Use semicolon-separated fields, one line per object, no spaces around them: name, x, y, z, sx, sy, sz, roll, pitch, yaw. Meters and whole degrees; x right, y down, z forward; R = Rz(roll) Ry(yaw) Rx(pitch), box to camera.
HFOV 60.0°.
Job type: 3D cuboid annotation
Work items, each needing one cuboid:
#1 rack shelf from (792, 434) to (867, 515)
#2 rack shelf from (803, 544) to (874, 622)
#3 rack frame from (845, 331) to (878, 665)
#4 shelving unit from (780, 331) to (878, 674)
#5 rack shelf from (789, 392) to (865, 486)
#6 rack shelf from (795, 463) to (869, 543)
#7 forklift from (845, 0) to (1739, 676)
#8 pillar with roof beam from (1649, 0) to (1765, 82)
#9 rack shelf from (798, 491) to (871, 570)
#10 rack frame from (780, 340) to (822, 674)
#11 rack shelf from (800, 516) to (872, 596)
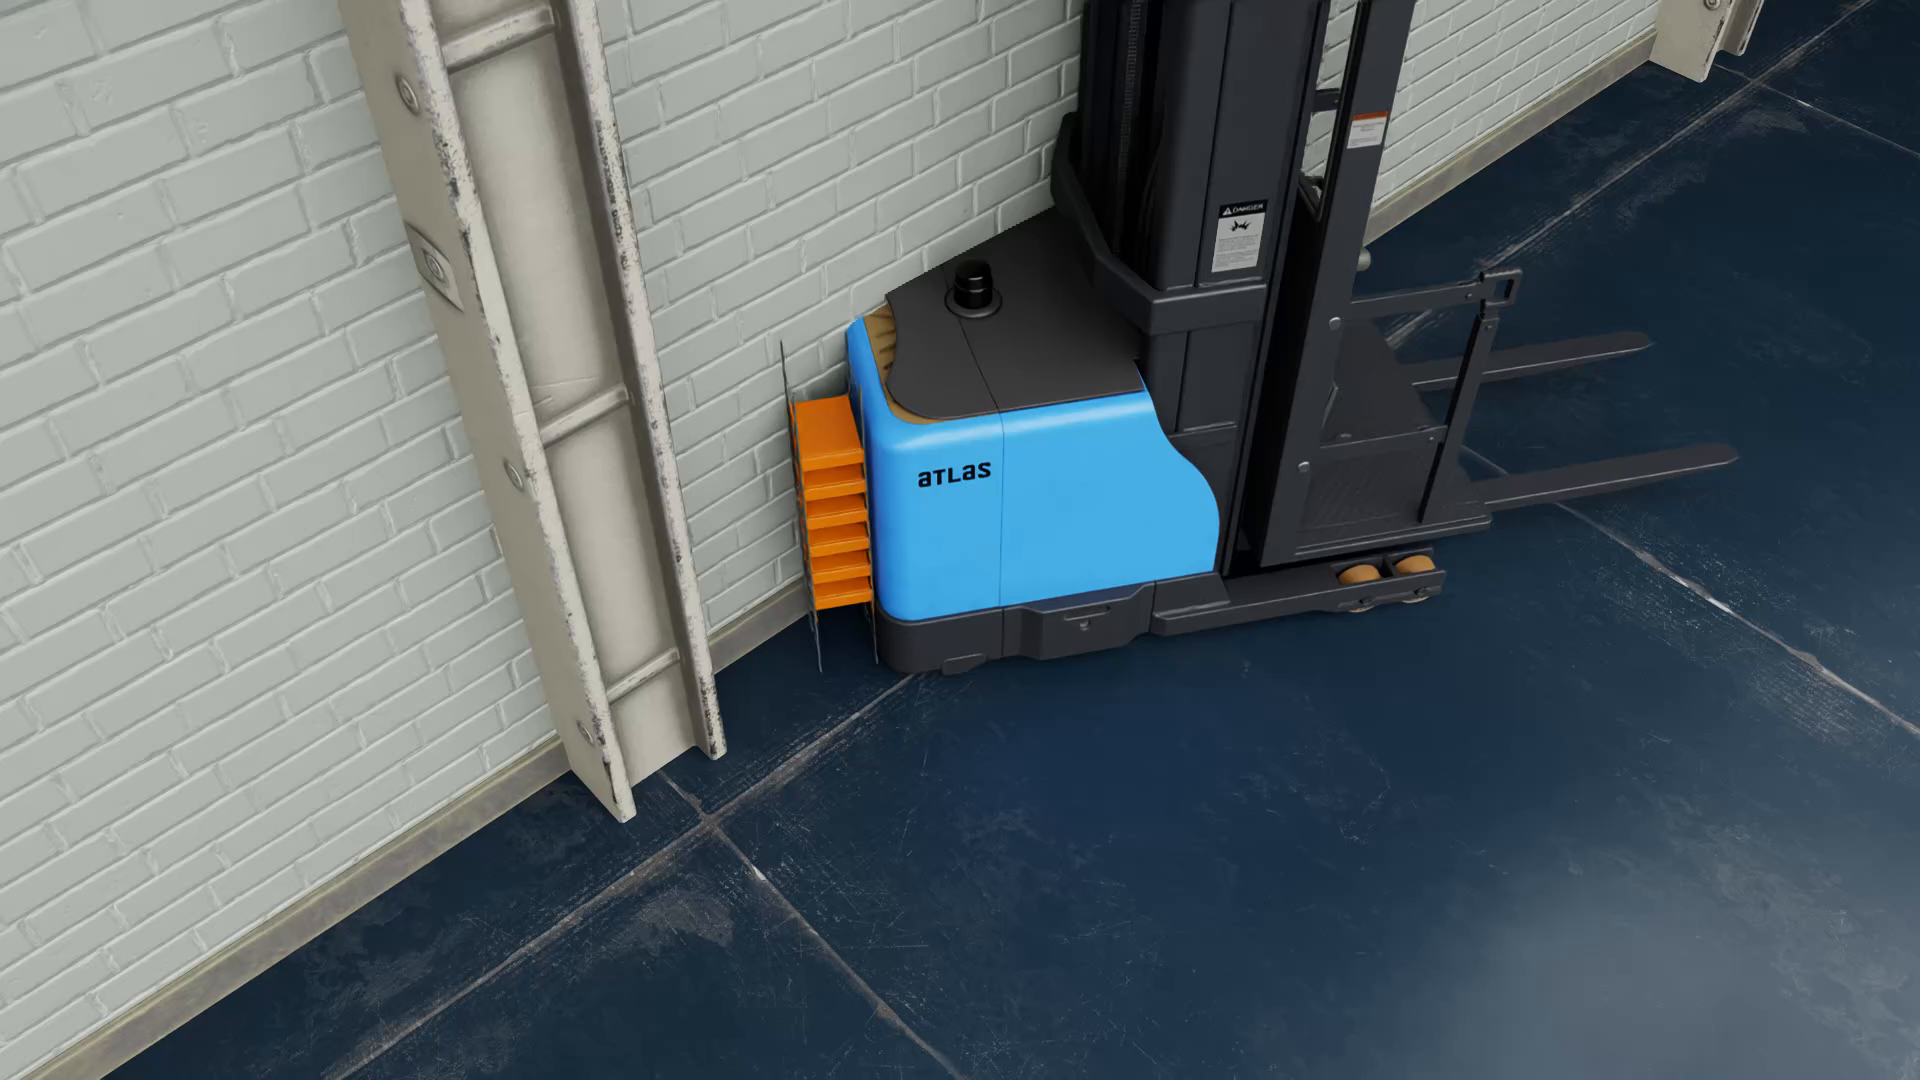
rack shelf;-0.384;-0.210;4.861;0.180;0.103;0.258;-9;48;-8
rack shelf;-0.383;0.116;5.213;0.180;0.103;0.258;-9;48;-8
rack frame;-0.294;-0.092;5.018;0.006;1.200;0.240;-9;48;-8
shelving unit;-0.384;-0.077;5.004;0.189;1.200;0.258;-9;48;-8
rack shelf;-0.384;-0.292;4.773;0.180;0.103;0.258;-9;48;-8
rack shelf;-0.384;-0.128;4.949;0.180;0.103;0.258;-9;48;-8
forklift;1.129;-1.125;4.794;3.031;2.935;1.130;-9;48;-8
pillar with roof beam;6.368;-3.010;2.405;0.400;9.000;9.100;-34;56;-27
rack shelf;-0.384;-0.047;5.037;0.180;0.103;0.258;-9;48;-8
rack frame;-0.473;-0.062;4.991;0.006;1.200;0.240;-9;48;-8
rack shelf;-0.384;0.035;5.125;0.180;0.103;0.258;-9;48;-8
